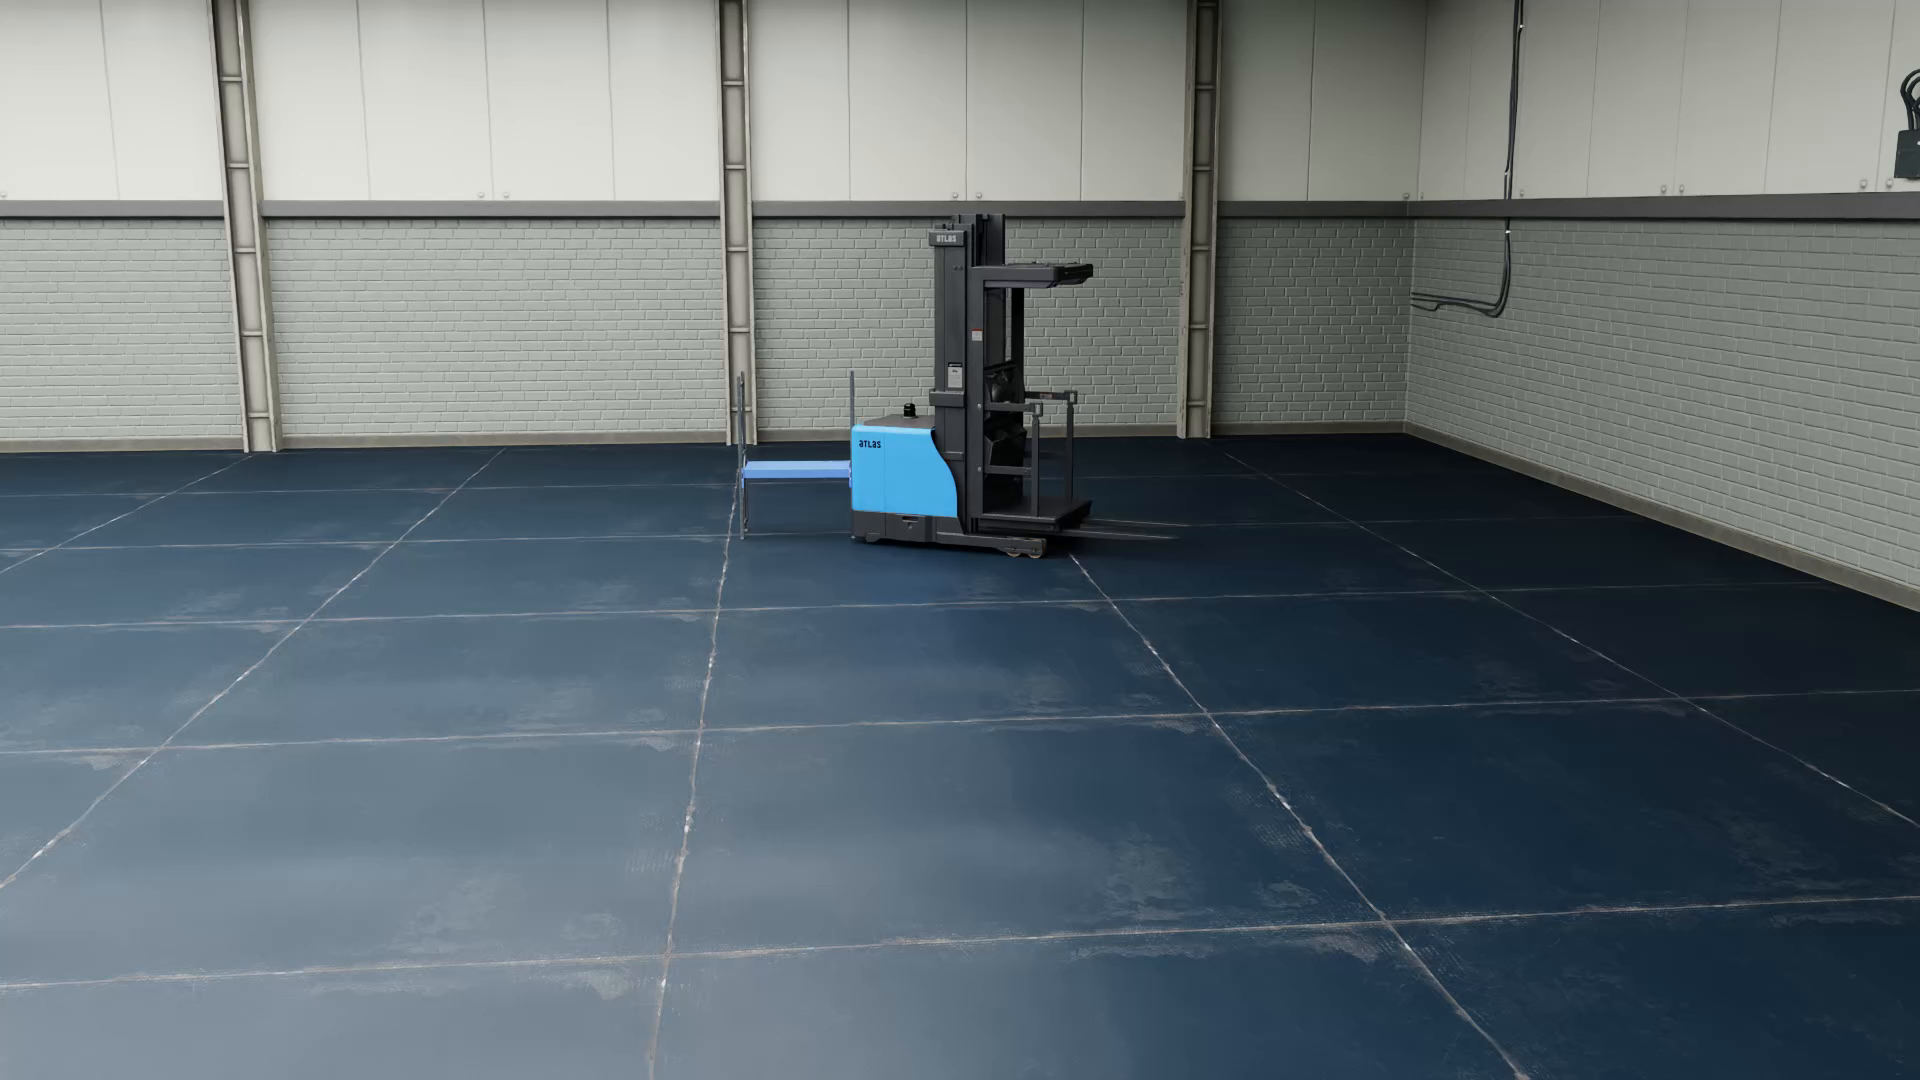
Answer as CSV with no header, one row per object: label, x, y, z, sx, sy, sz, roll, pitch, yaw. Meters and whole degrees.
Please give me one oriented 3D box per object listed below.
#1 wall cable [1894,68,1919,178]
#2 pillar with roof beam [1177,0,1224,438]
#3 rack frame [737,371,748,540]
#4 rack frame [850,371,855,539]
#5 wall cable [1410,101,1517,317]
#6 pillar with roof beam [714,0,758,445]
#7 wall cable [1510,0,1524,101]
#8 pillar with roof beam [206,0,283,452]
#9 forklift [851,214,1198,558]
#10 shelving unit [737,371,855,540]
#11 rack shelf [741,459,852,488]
wall cable,7.210,-5.456,10.859,0.169,6.003,2.305,-1,11,-6
pillar with roof beam,3.594,-4.975,17.228,0.400,9.000,9.100,-1,11,-6
rack frame,-2.010,-0.789,15.374,0.032,1.500,0.500,0,11,-3
rack frame,-0.994,-0.797,15.418,0.032,1.500,0.500,0,11,-3
wall cable,6.201,-4.085,20.749,0.112,2.526,3.097,-1,11,-6
pillar with roof beam,-2.371,-4.850,16.592,0.400,9.000,9.100,-1,11,-6
wall cable,6.493,-6.044,17.623,0.112,2.526,3.097,-1,11,-6
pillar with roof beam,-8.335,-4.725,15.957,0.400,9.000,9.100,-1,11,-6
forklift,0.580,-1.395,14.747,3.031,2.935,1.130,4,12,21
shelving unit,-1.502,-0.793,15.396,1.048,1.500,0.538,0,11,-3
rack shelf,-1.502,-0.617,15.431,1.000,0.185,0.538,0,11,-3
